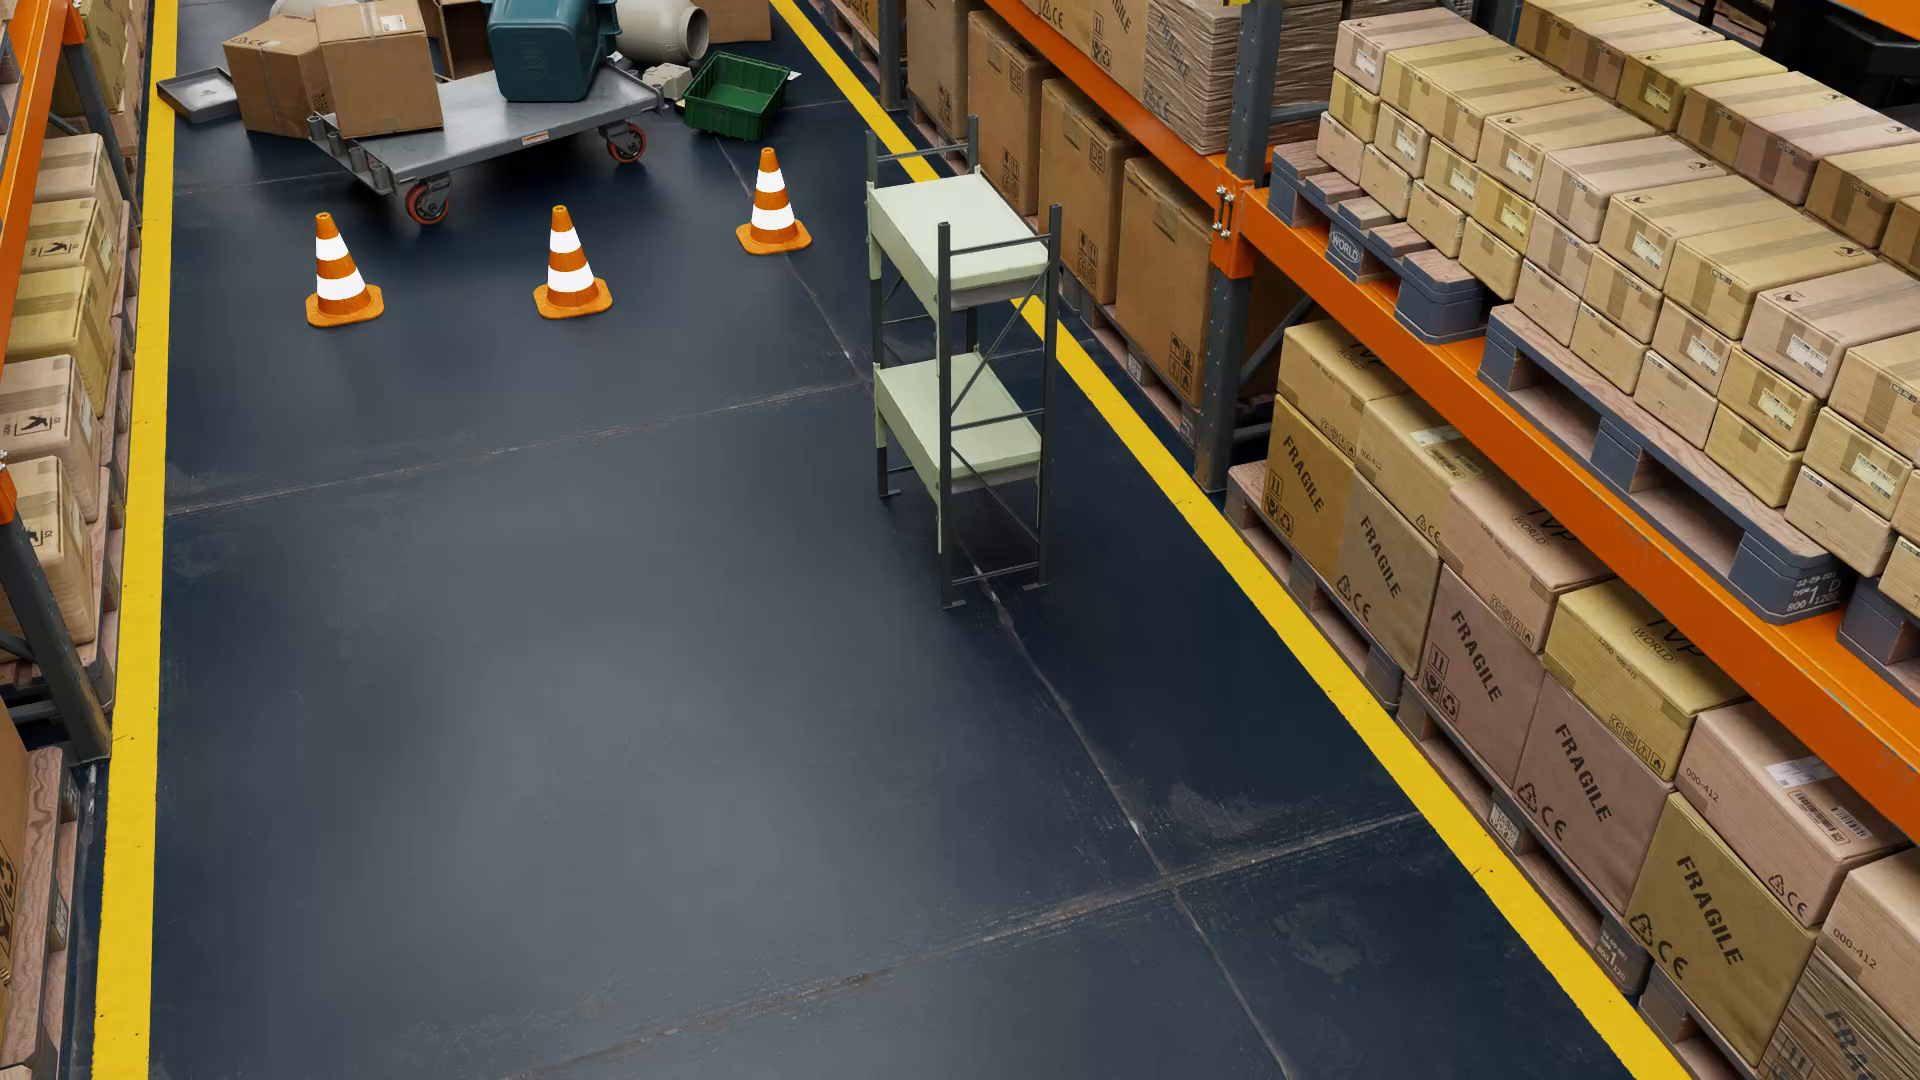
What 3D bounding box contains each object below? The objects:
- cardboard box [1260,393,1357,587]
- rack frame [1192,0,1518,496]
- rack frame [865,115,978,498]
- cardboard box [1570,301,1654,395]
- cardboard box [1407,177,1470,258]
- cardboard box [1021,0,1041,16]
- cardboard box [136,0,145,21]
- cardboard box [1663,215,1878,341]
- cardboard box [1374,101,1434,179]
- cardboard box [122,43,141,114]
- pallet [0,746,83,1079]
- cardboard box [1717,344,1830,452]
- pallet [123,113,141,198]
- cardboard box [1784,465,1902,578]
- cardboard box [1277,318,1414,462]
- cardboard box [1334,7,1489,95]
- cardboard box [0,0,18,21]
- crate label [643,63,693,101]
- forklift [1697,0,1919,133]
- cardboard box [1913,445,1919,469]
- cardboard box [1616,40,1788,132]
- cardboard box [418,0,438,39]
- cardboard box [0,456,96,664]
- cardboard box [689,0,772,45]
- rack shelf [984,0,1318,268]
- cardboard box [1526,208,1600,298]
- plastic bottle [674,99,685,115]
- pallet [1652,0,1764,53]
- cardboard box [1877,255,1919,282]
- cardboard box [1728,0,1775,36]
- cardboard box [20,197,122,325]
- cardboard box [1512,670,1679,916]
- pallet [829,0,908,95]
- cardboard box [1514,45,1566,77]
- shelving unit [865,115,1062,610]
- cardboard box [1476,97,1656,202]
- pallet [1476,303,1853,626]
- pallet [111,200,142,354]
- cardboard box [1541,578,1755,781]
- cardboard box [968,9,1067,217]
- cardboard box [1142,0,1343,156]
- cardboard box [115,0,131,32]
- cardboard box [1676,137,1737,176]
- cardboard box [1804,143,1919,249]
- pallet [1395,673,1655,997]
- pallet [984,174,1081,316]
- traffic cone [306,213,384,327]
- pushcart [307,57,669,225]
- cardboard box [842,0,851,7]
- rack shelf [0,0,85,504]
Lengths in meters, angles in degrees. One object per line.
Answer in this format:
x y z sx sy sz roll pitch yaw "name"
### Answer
1.413 -0.225 5.784 0.500 0.500 0.500 -14 39 -18 "cardboard box"
1.409 -1.508 5.759 1.000 3.000 0.127 -12 39 -16 "rack frame"
-0.128 -0.810 6.078 0.400 1.500 0.023 -12 39 -16 "rack frame"
1.832 -0.532 4.323 0.380 0.149 0.250 -12 39 -15 "cardboard box"
1.559 -0.977 4.913 0.380 0.149 0.250 -11 38 -14 "cardboard box"
0.479 -2.600 7.125 0.500 0.500 0.500 -12 39 -15 "cardboard box"
-5.255 -3.319 10.100 0.500 0.250 0.500 -12 39 -16 "cardboard box"
1.922 -0.628 3.956 0.380 0.149 0.250 -13 39 -17 "cardboard box"
1.482 -1.227 4.998 0.380 0.149 0.250 -11 38 -14 "cardboard box"
-4.724 -2.443 8.937 0.500 0.250 0.500 -10 38 -13 "cardboard box"
-3.003 1.149 4.549 1.003 0.211 1.213 -12 39 -16 "pallet"
2.006 -0.362 3.850 0.380 0.149 0.250 -12 39 -16 "cardboard box"
-4.845 -1.944 8.655 1.003 0.211 1.213 -12 39 -16 "pallet"
2.102 -0.084 3.729 0.380 0.149 0.250 -14 39 -18 "cardboard box"
1.419 -0.537 5.575 0.500 0.250 0.500 -14 39 -18 "cardboard box"
1.388 -1.509 5.126 0.380 0.149 0.250 -12 39 -16 "cardboard box"
-3.856 -2.085 6.385 0.380 0.149 0.250 -12 39 -16 "cardboard box"
-1.702 -2.670 9.681 0.250 0.136 0.298 19 41 23 "crate label"
3.866 -2.479 7.104 1.130 2.935 3.031 -7 38 -10 "forklift"
2.193 -0.186 3.369 0.380 0.149 0.250 -13 39 -16 "cardboard box"
2.183 -1.341 4.902 0.380 0.149 0.250 -11 38 -15 "cardboard box"
-2.975 -3.480 10.452 0.637 0.503 0.797 19 41 23 "cardboard box"
-3.389 0.135 5.413 0.950 0.372 0.625 -15 40 -19 "cardboard box"
-1.465 -3.434 10.392 0.500 0.500 0.500 -6 37 -8 "cardboard box"
0.721 -2.350 7.475 1.077 0.370 4.000 -12 39 -16 "rack shelf"
1.749 -0.793 4.422 0.380 0.149 0.250 -12 39 -16 "cardboard box"
-1.479 -2.437 9.435 0.283 0.061 0.133 27 44 31 "plastic bottle"
4.994 -3.184 10.302 1.003 0.211 1.213 -12 39 -16 "pallet"
2.542 -0.635 4.213 0.380 0.149 0.250 -13 39 -17 "cardboard box"
5.062 -3.290 9.837 0.700 0.500 0.500 -13 39 -16 "cardboard box"
-4.147 -1.102 7.056 0.950 0.372 0.625 -10 38 -13 "cardboard box"
1.946 0.636 4.641 0.500 0.500 0.500 -13 39 -17 "cardboard box"
-0.156 -3.099 10.189 1.003 0.211 1.213 -12 39 -16 "pallet"
2.007 -1.509 5.373 0.380 0.149 0.250 -12 39 -15 "cardboard box"
-0.002 -0.603 5.804 0.431 1.500 0.755 -12 39 -16 "shelving unit"
1.652 -1.071 4.544 0.380 0.149 0.250 -14 39 -18 "cardboard box"
2.129 -0.321 4.343 1.003 0.211 1.213 -12 39 -16 "pallet"
-4.311 -1.132 7.578 1.003 0.211 1.213 -12 39 -16 "pallet"
1.932 0.326 4.430 0.500 0.250 0.500 -14 39 -18 "cardboard box"
0.659 -2.159 8.144 1.050 0.750 0.750 -12 39 -16 "cardboard box"
1.002 -1.747 5.993 0.500 0.500 0.500 -12 39 -16 "cardboard box"
-4.902 -3.037 9.102 0.500 0.500 0.500 -10 38 -14 "cardboard box"
2.279 -1.069 4.789 0.380 0.149 0.250 -12 39 -16 "cardboard box"
2.451 -0.900 4.317 0.380 0.149 0.250 -11 38 -14 "cardboard box"
2.093 0.736 5.098 1.003 0.211 1.213 -12 39 -16 "pallet"
0.793 -1.543 8.123 1.003 0.211 1.213 -12 39 -16 "pallet"
-2.839 -1.262 7.540 0.336 0.463 0.334 -12 39 -16 "traffic cone"
-2.457 -2.138 8.775 1.648 0.377 0.936 -27 45 -31 "pushcart"
-0.432 -3.965 10.437 0.875 0.875 0.875 -12 39 -16 "cardboard box"
-3.892 -1.268 6.039 1.077 0.370 4.000 -12 39 -16 "rack shelf"
